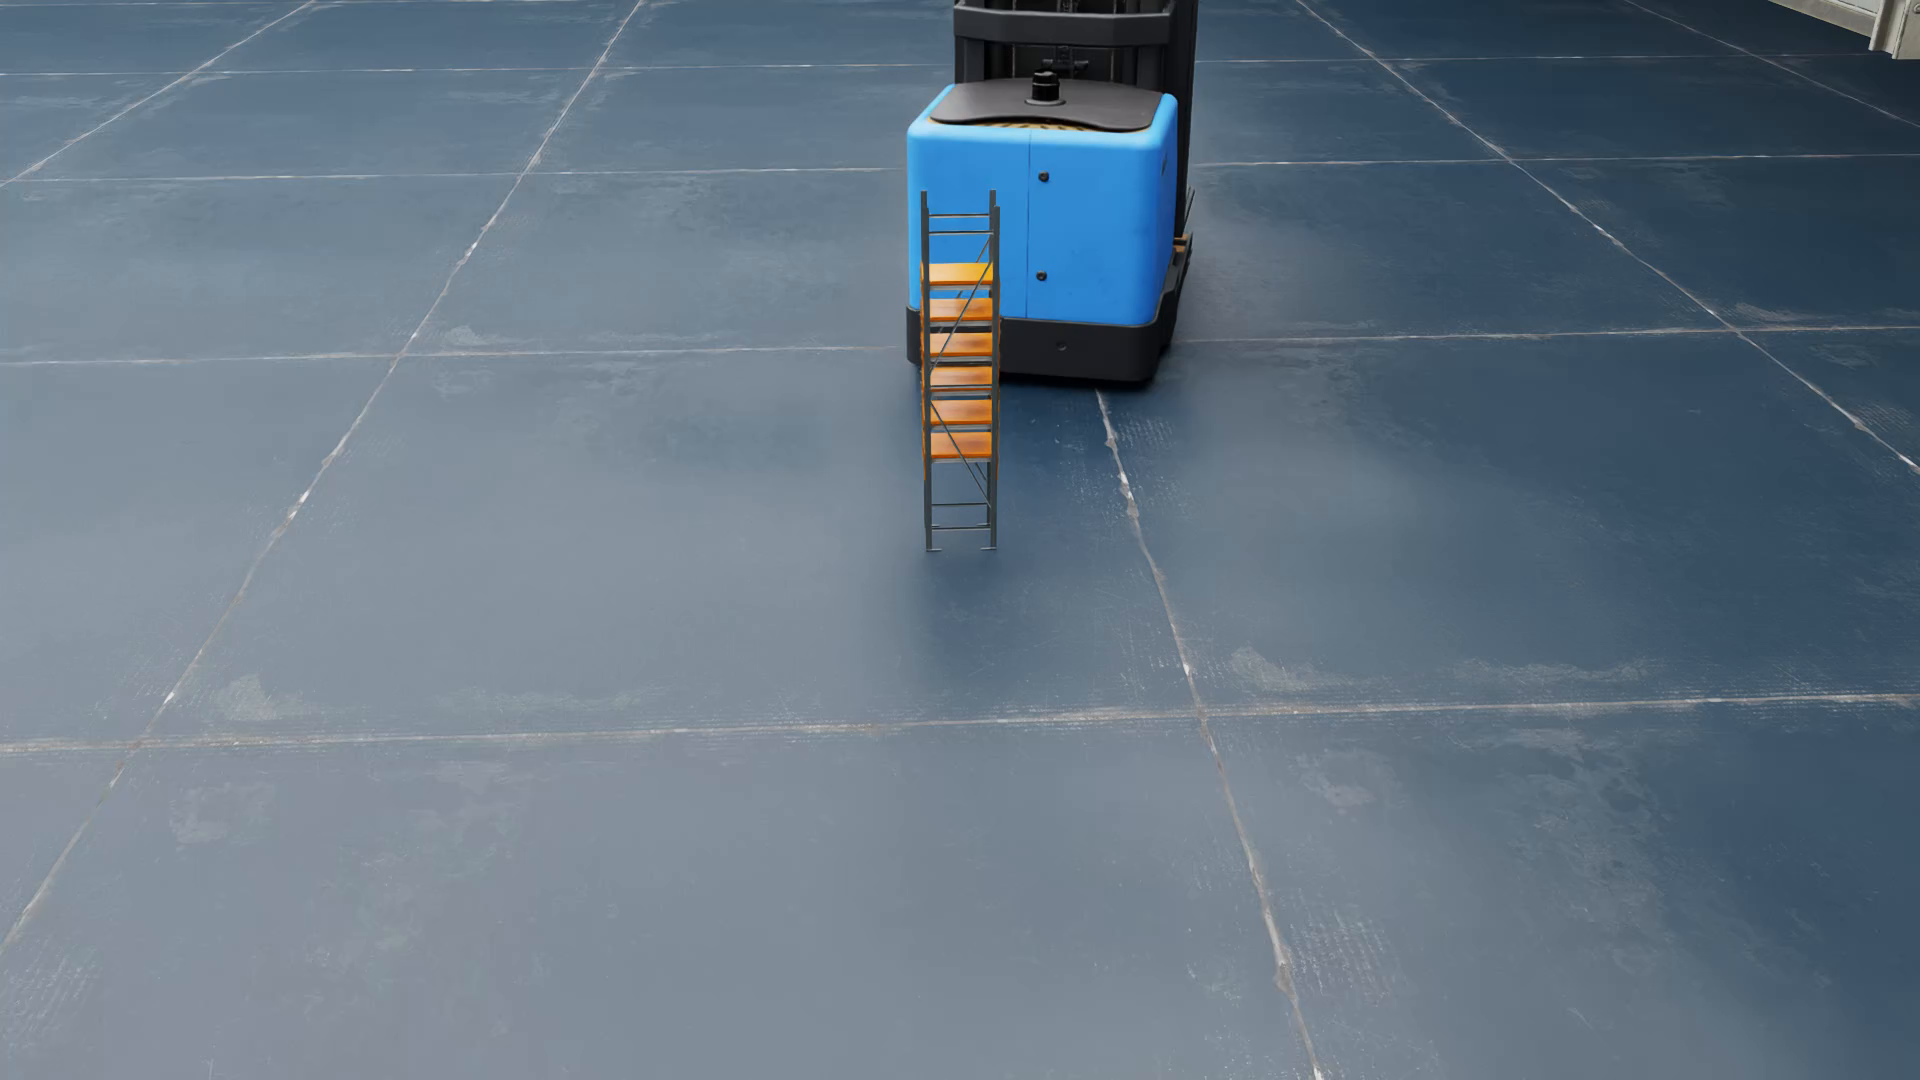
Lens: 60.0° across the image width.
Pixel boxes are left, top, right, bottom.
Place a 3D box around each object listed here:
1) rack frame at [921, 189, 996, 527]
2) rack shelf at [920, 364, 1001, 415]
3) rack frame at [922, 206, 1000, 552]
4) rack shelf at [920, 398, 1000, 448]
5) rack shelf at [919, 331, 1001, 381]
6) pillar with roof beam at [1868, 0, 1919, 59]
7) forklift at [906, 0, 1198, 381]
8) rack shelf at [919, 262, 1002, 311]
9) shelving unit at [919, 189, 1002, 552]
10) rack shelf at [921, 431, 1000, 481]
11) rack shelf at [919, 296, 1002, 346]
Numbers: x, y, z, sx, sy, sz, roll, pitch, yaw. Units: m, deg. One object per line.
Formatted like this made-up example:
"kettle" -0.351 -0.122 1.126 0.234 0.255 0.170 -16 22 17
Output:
"rack frame" -0.006 -0.581 5.566 0.240 1.200 0.006 -1 28 -3
"rack shelf" -0.001 -0.499 5.506 0.258 0.103 0.180 -1 28 -3
"rack frame" 0.004 -0.496 5.404 0.240 1.200 0.006 -1 28 -3
"rack shelf" -0.001 -0.393 5.561 0.258 0.103 0.180 -1 28 -3
"rack shelf" -0.001 -0.606 5.450 0.258 0.103 0.180 -1 28 -3
"pillar with roof beam" 3.102 -7.712 10.805 9.100 9.000 0.400 -1 28 -3
"forklift" 0.565 -2.614 7.592 1.130 2.935 3.031 5 28 10
"rack shelf" -0.001 -0.818 5.339 0.258 0.103 0.180 -1 28 -3
"shelving unit" -0.001 -0.539 5.485 0.258 1.200 0.189 -1 28 -3
"rack shelf" -0.001 -0.286 5.617 0.258 0.103 0.180 -1 28 -3
"rack shelf" -0.001 -0.712 5.395 0.258 0.103 0.180 -1 28 -3
